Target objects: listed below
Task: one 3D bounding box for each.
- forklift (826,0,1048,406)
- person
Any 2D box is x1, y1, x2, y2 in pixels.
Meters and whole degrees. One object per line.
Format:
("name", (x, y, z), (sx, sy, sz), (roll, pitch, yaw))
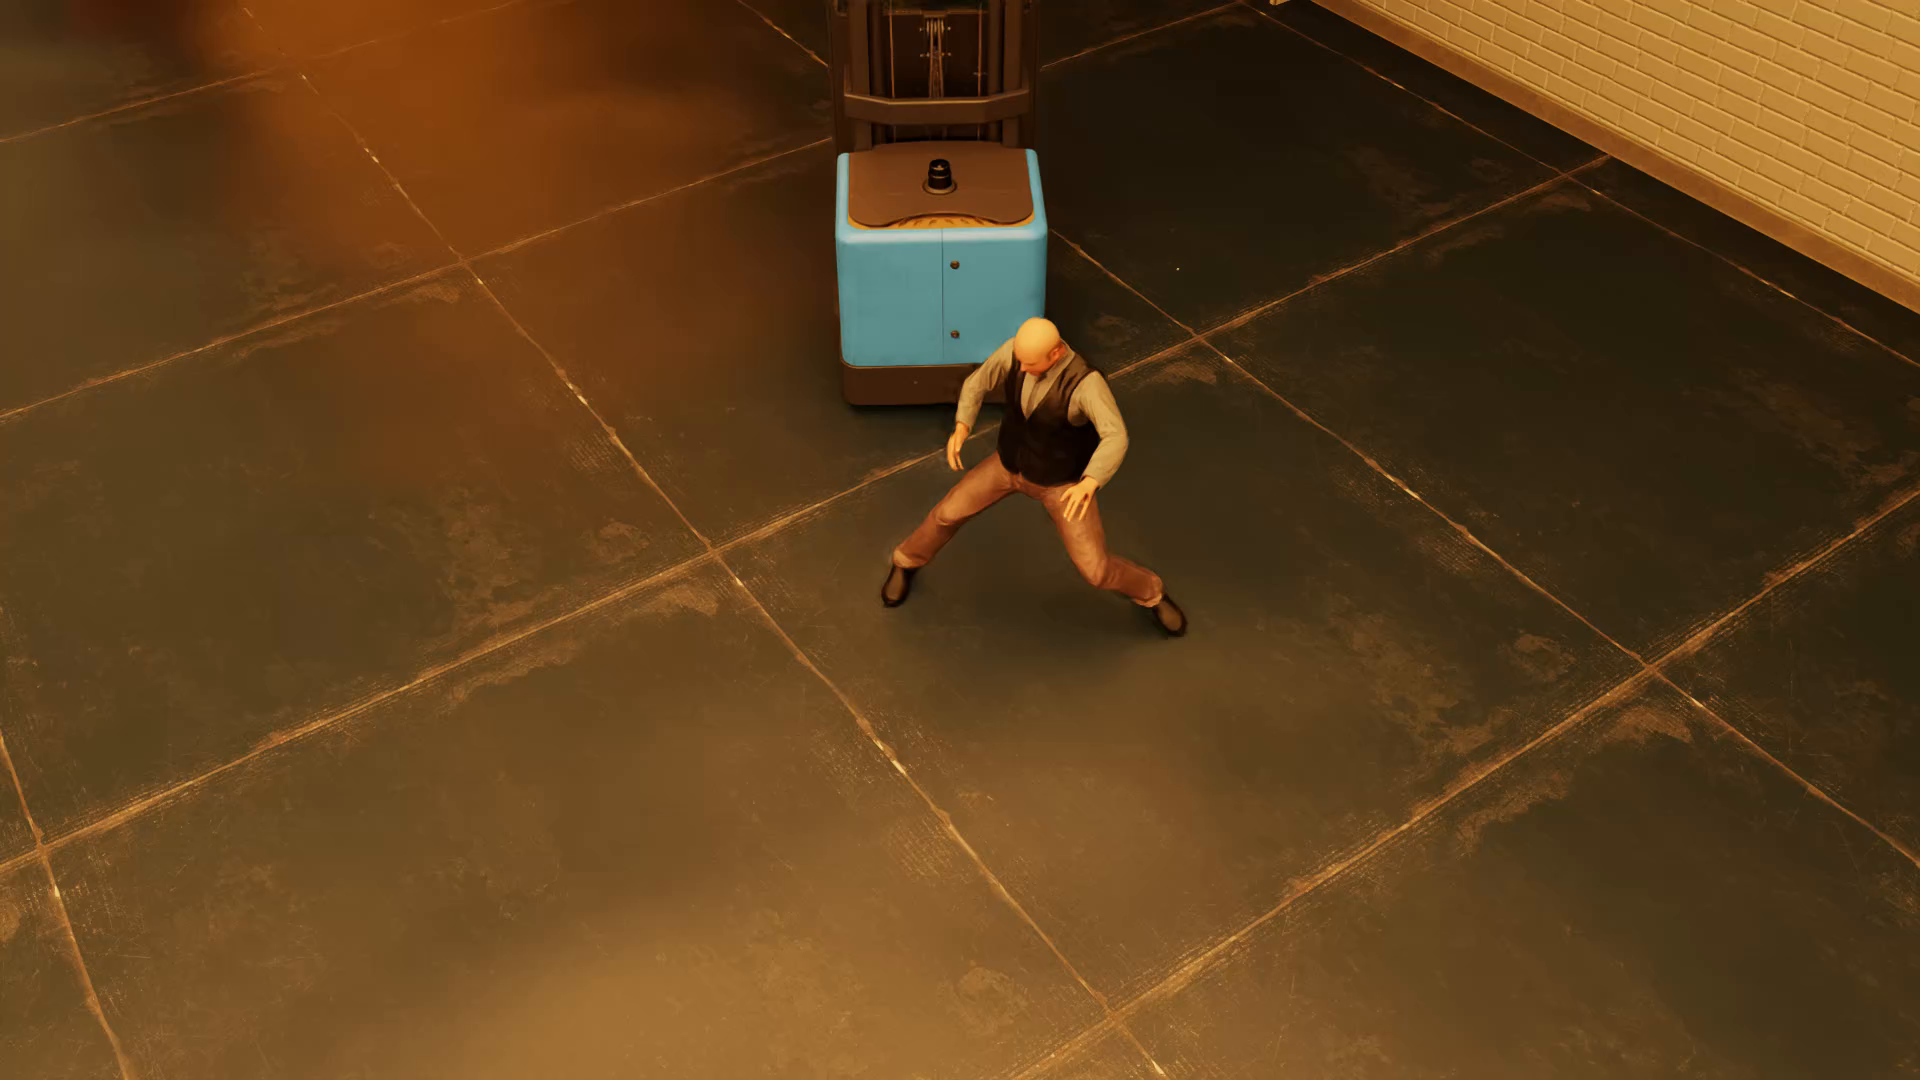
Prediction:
("forklift", (-0.144, -2.750, 8.699), (1.130, 2.935, 3.031), (-2, 43, -2))
("person", (0.320, -0.244, 7.022), (1.304, 1.515, 0.809), (29, 50, 27))
